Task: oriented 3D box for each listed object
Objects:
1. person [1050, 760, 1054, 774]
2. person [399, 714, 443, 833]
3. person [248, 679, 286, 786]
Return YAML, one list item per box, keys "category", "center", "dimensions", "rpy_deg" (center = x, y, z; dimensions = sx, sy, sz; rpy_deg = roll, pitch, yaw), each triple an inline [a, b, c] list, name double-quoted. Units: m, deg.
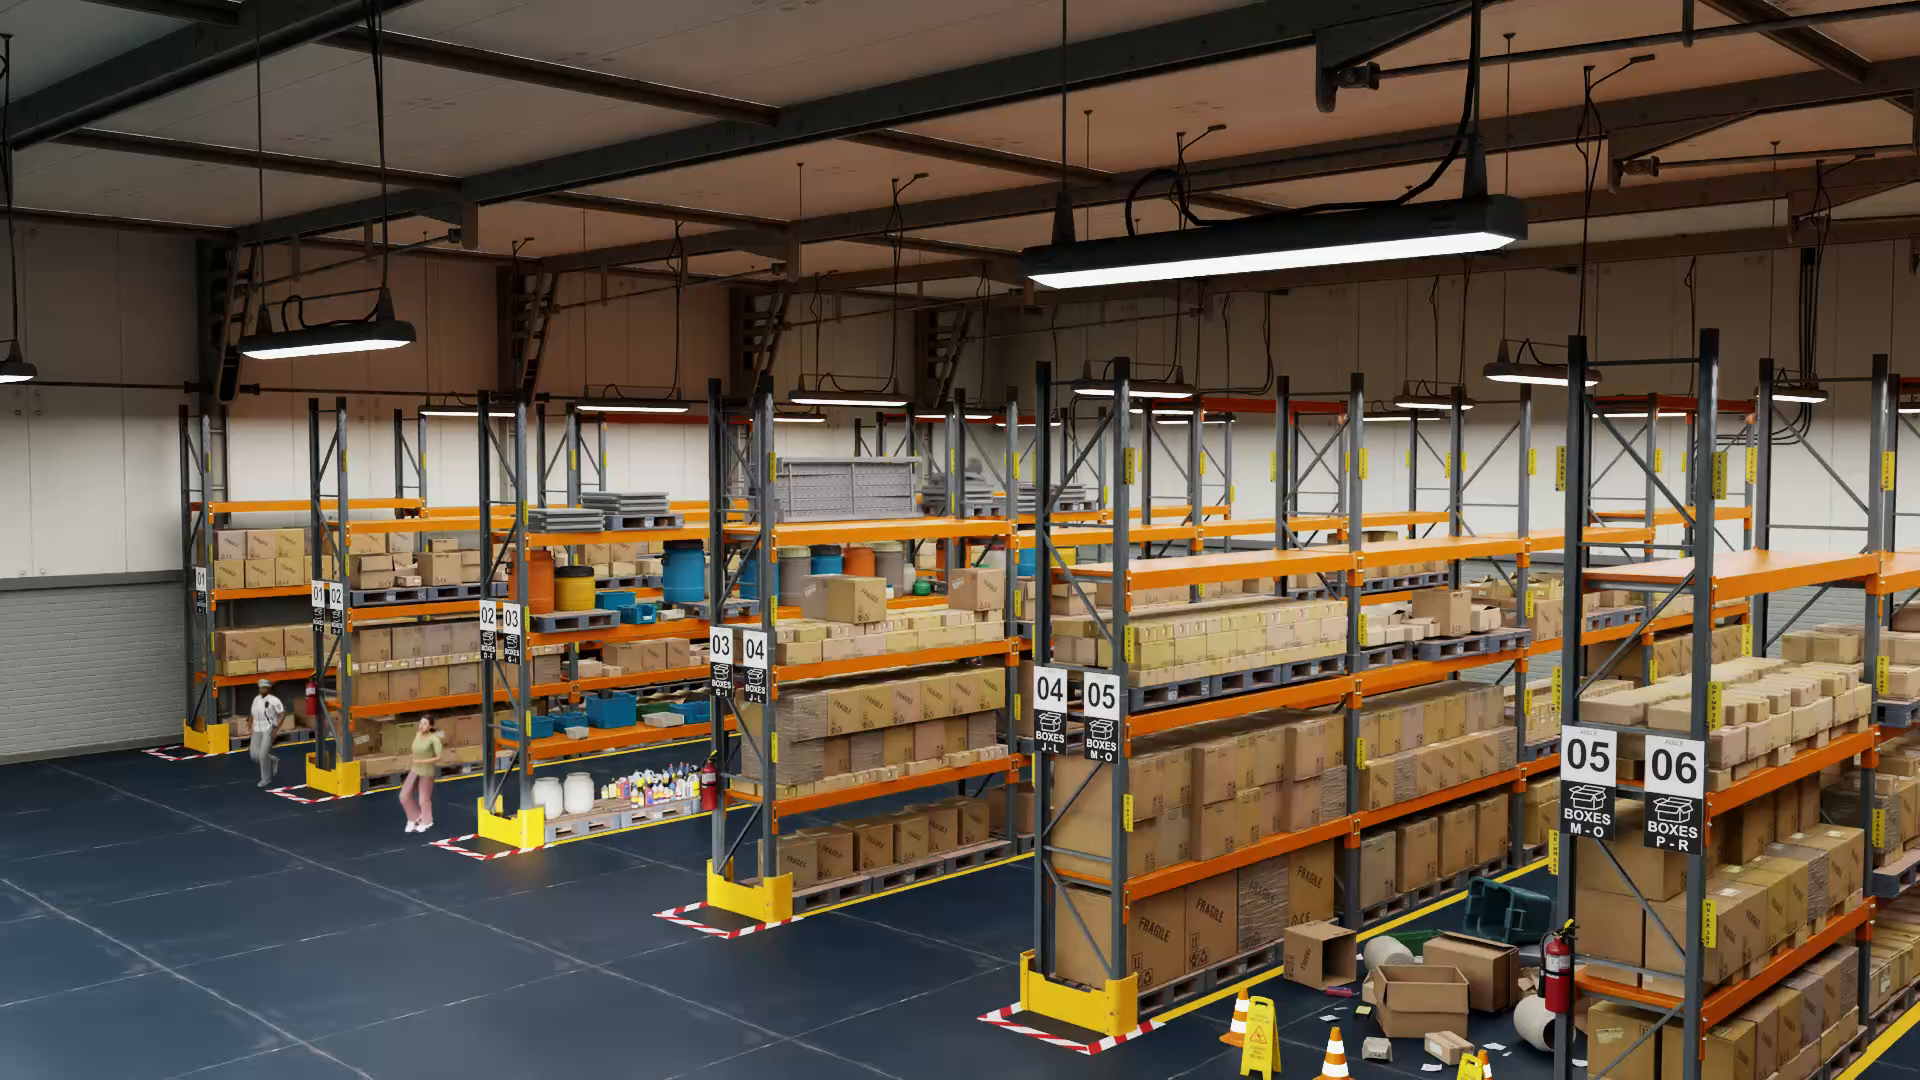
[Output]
- category: "person"
  center: [1.501, 3.065, 24.716]
  dimensions: [0.687, 1.609, 0.914]
  rpy_deg: [3, 4, 45]
- category: "person"
  center: [-7.228, 3.158, 22.494]
  dimensions: [0.597, 1.636, 0.620]
  rpy_deg: [1, 3, 15]
- category: "person"
  center: [-10.824, 2.982, 25.960]
  dimensions: [0.610, 1.670, 0.523]
  rpy_deg: [1, 3, 17]
